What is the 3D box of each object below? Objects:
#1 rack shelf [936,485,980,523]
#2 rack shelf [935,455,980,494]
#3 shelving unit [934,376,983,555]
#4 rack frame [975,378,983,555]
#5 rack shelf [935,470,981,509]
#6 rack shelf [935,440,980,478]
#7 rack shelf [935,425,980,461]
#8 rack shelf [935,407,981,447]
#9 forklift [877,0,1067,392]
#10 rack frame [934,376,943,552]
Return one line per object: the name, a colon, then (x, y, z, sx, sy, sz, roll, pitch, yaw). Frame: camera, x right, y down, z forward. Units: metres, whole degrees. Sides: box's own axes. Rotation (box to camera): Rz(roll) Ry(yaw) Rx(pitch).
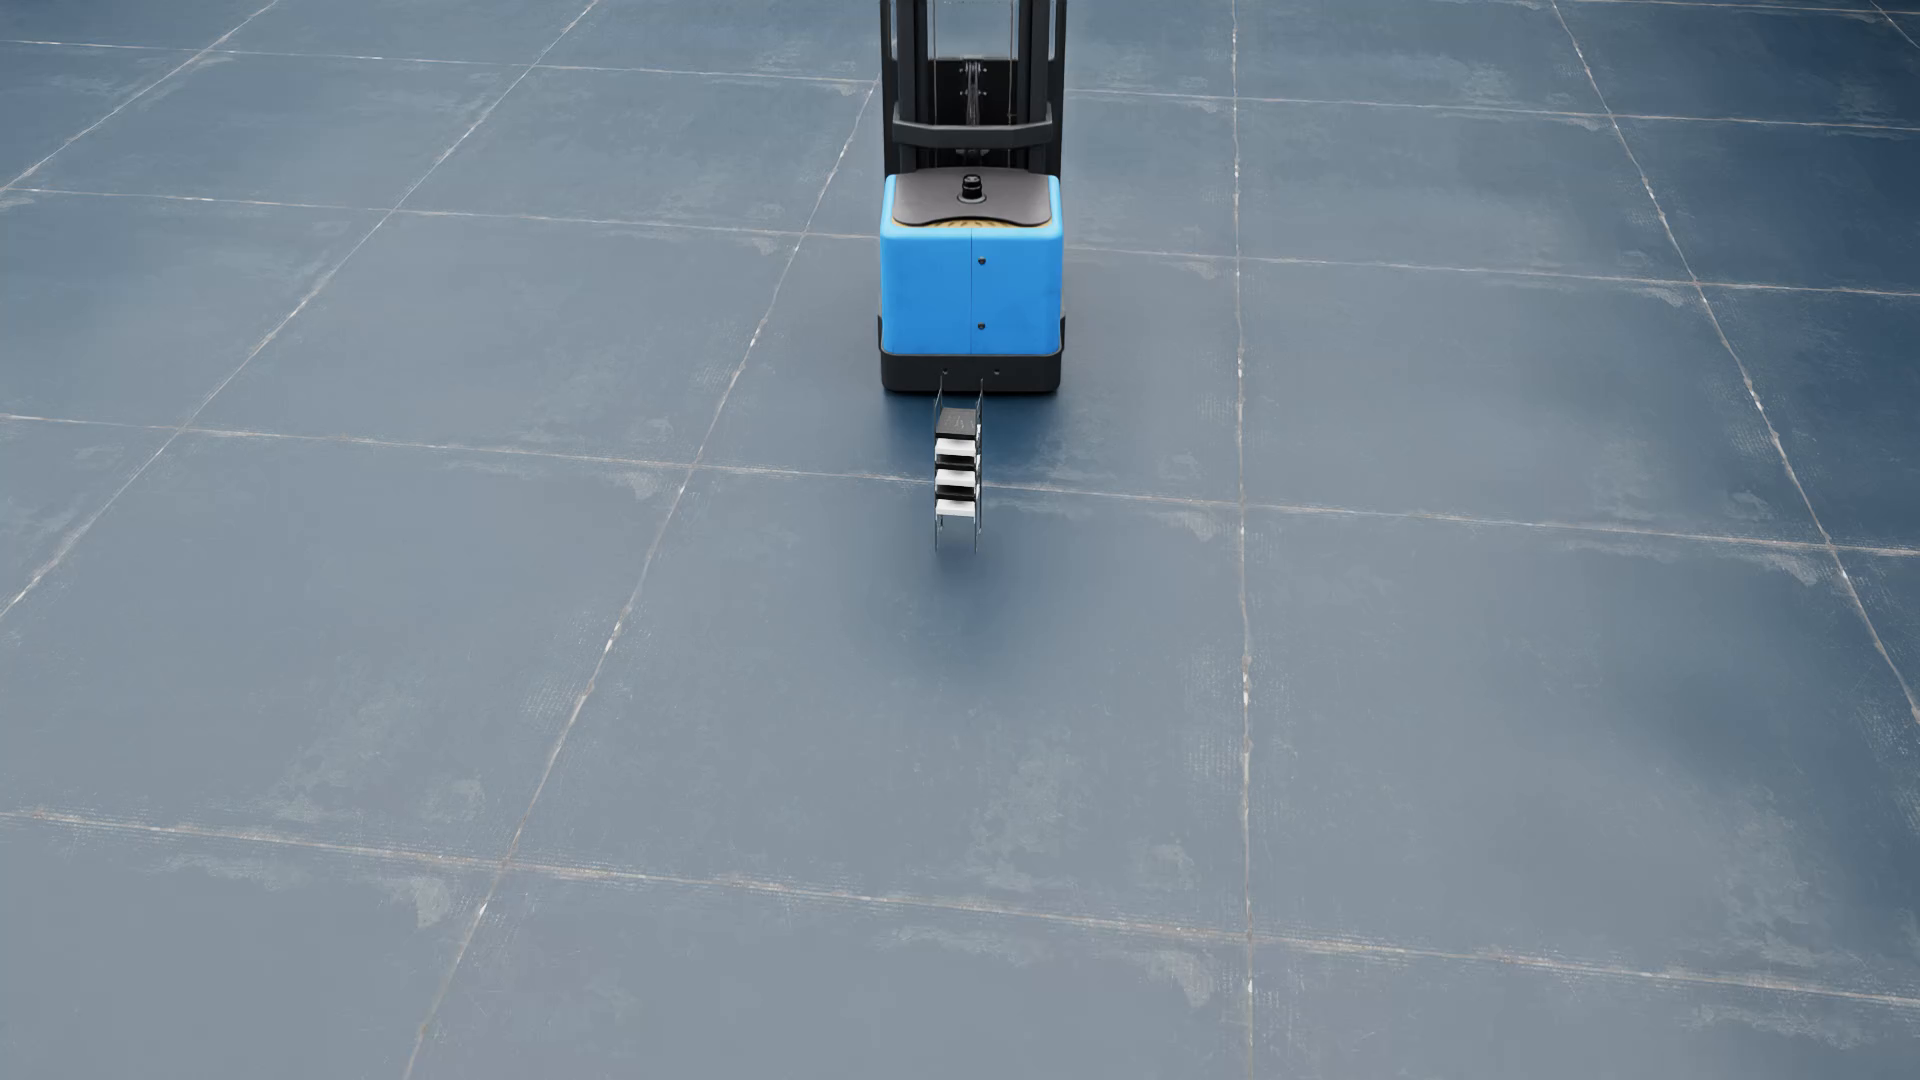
rack shelf: (-0.008, -0.193, 8.470, 0.200, 0.077, 0.258, 4, 36, 6)
rack shelf: (-0.008, -0.340, 8.366, 0.200, 0.077, 0.258, 4, 36, 6)
shelving unit: (-0.008, -0.367, 8.346, 0.210, 0.900, 0.258, 4, 36, 6)
rack frame: (0.093, -0.359, 8.336, 0.006, 0.900, 0.240, 4, 36, 6)
rack shelf: (-0.008, -0.267, 8.418, 0.200, 0.077, 0.258, 4, 36, 6)
rack shelf: (-0.008, -0.413, 8.314, 0.200, 0.077, 0.258, 4, 36, 6)
rack shelf: (-0.008, -0.486, 8.261, 0.200, 0.077, 0.258, 4, 36, 6)
rack shelf: (-0.008, -0.560, 8.209, 0.200, 0.077, 0.258, 4, 36, 6)
forklift: (0.080, -2.880, 10.120, 1.130, 2.935, 3.031, 0, 36, 0)
rack frame: (-0.109, -0.374, 8.357, 0.006, 0.900, 0.240, 4, 36, 6)
